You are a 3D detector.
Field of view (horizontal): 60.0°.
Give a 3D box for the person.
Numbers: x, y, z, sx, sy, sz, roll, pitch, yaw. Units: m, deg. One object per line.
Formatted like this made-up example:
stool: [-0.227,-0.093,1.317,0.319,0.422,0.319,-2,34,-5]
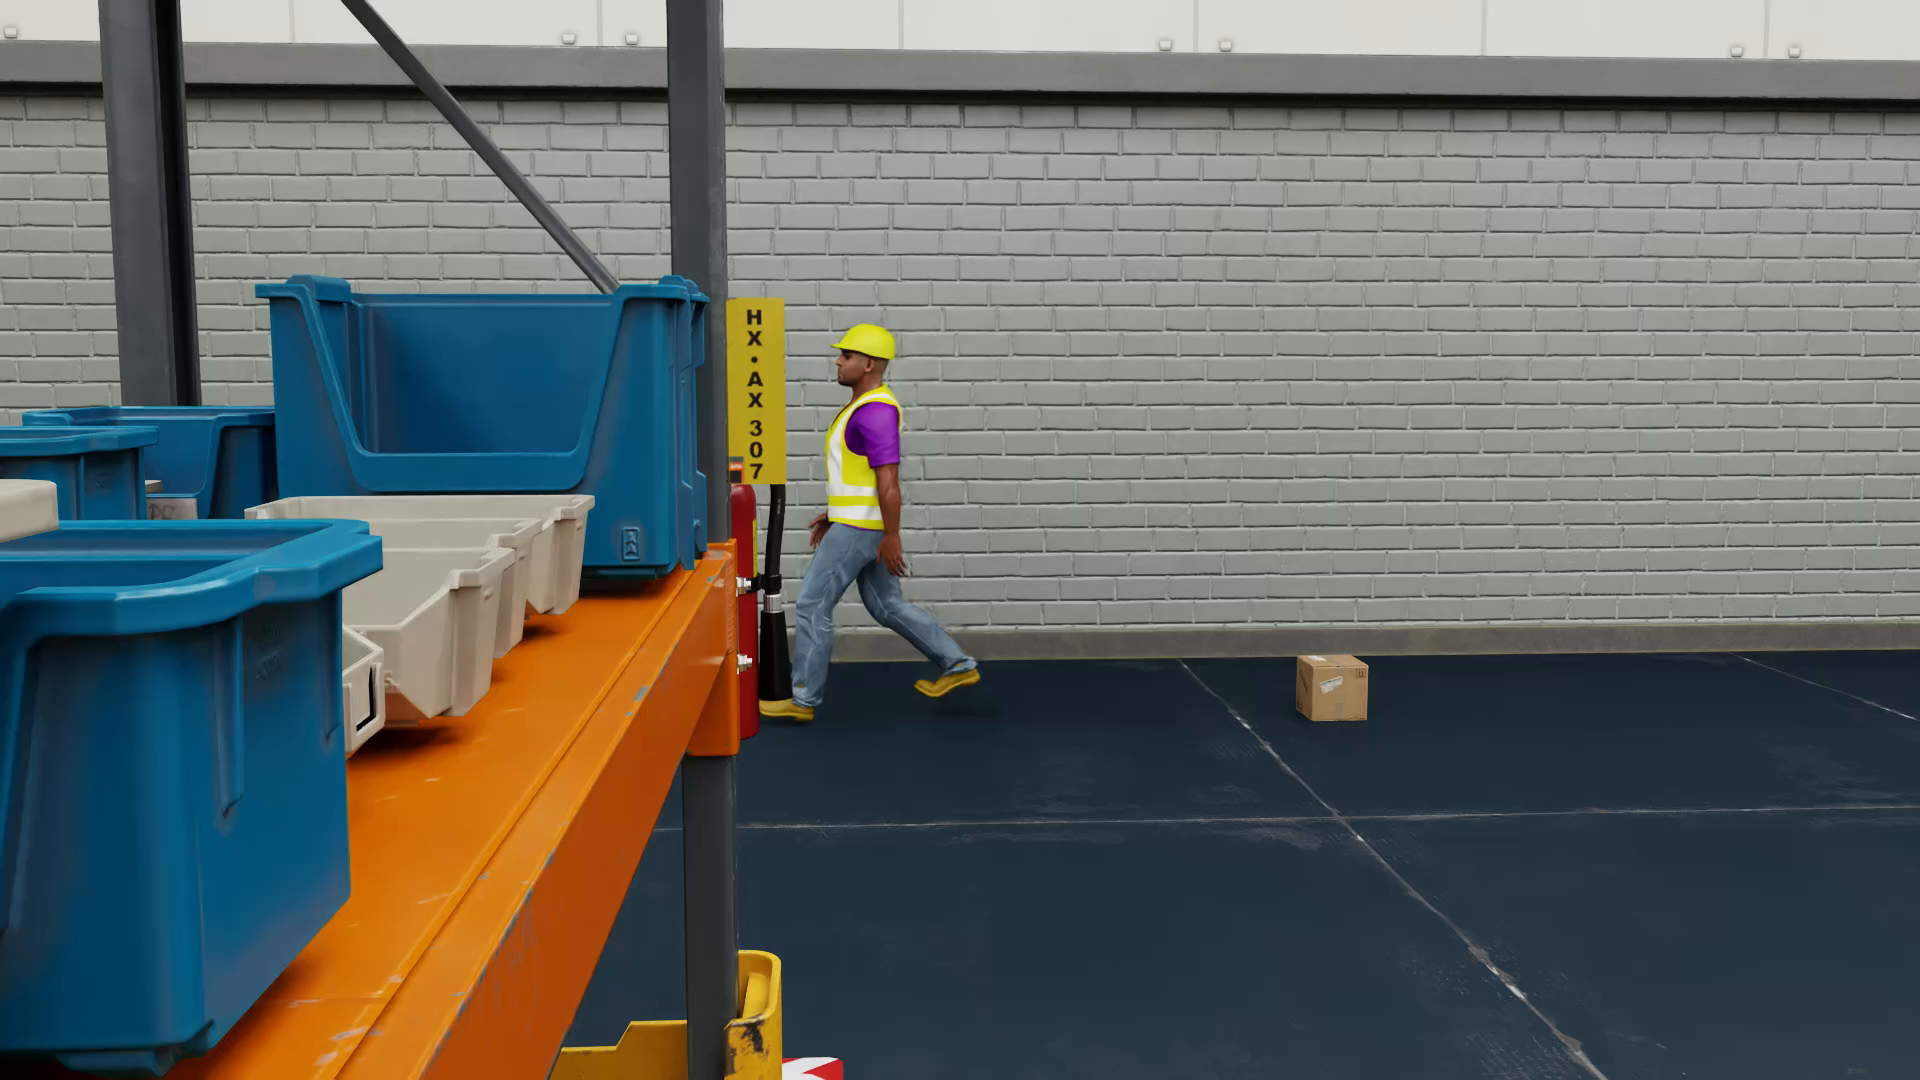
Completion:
person: [-0.424,-0.076,7.284,1.037,1.725,0.564,0,7,-1]
